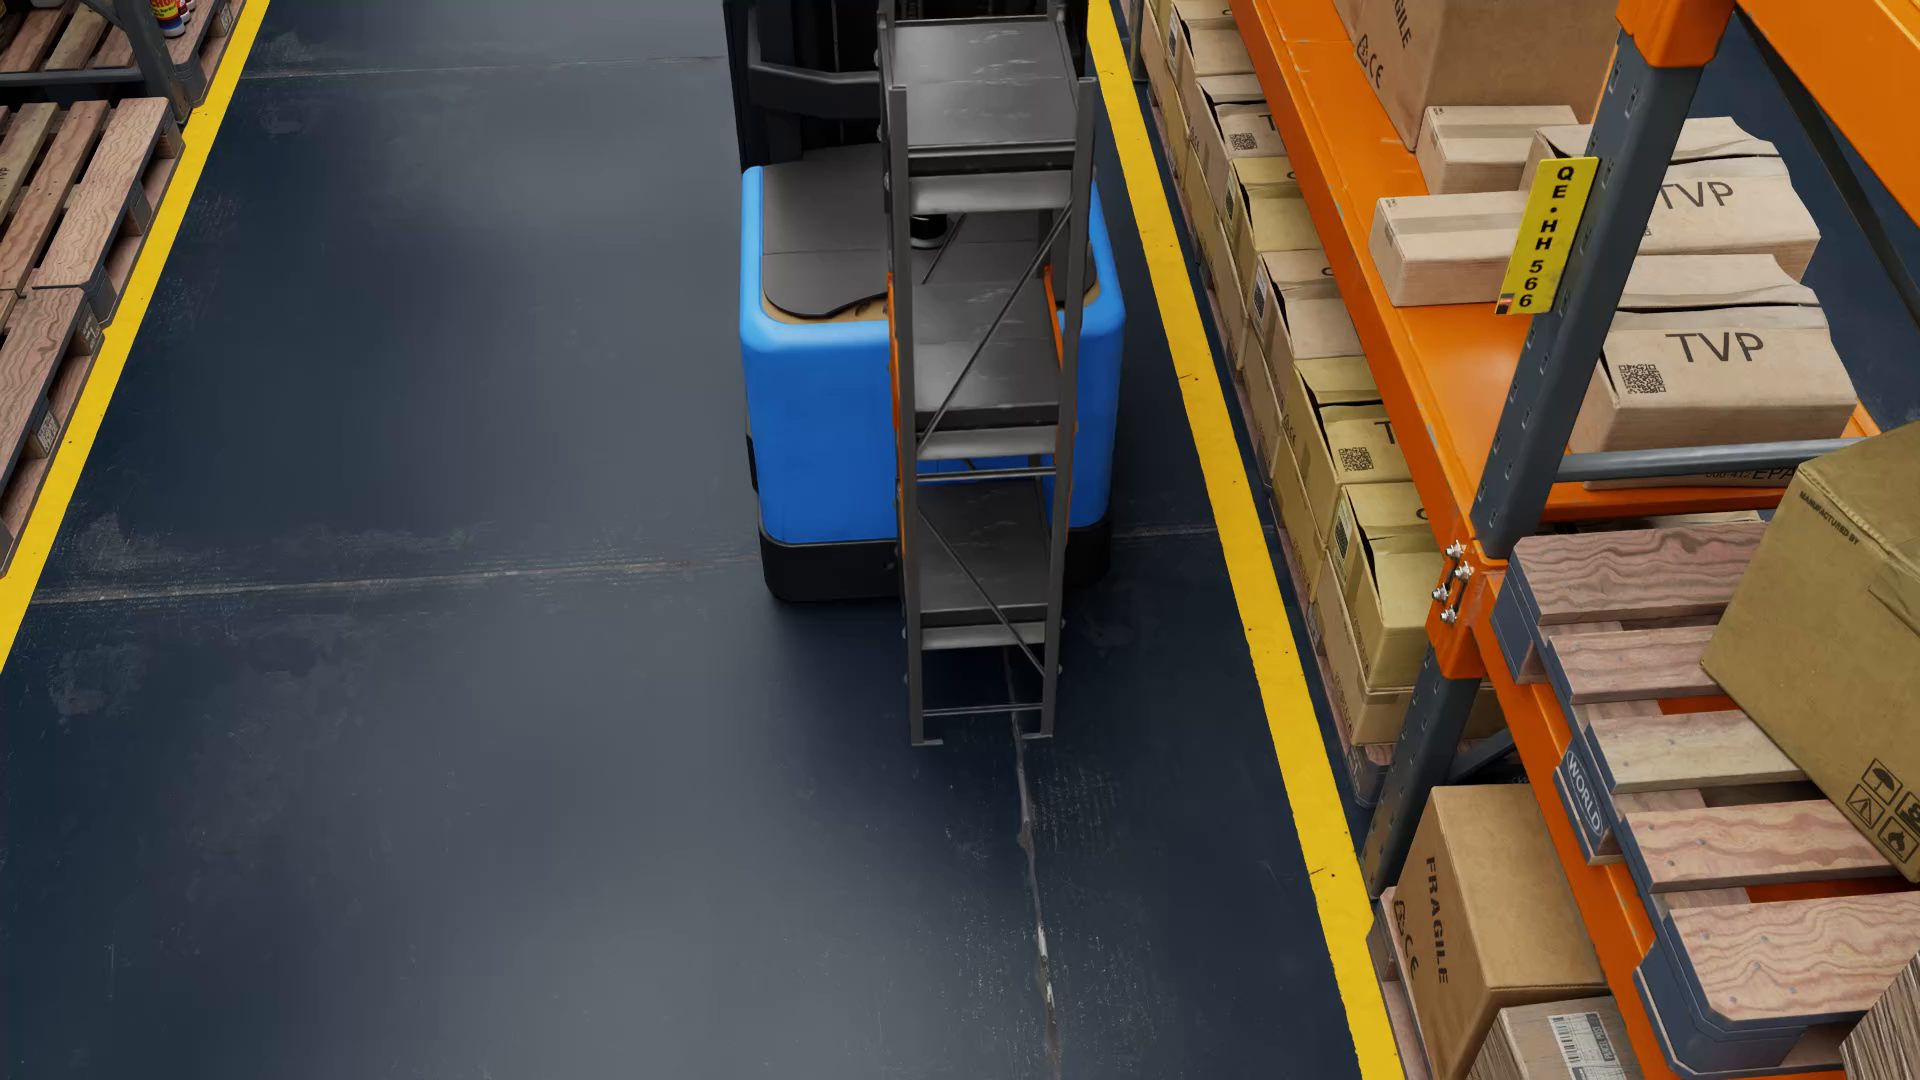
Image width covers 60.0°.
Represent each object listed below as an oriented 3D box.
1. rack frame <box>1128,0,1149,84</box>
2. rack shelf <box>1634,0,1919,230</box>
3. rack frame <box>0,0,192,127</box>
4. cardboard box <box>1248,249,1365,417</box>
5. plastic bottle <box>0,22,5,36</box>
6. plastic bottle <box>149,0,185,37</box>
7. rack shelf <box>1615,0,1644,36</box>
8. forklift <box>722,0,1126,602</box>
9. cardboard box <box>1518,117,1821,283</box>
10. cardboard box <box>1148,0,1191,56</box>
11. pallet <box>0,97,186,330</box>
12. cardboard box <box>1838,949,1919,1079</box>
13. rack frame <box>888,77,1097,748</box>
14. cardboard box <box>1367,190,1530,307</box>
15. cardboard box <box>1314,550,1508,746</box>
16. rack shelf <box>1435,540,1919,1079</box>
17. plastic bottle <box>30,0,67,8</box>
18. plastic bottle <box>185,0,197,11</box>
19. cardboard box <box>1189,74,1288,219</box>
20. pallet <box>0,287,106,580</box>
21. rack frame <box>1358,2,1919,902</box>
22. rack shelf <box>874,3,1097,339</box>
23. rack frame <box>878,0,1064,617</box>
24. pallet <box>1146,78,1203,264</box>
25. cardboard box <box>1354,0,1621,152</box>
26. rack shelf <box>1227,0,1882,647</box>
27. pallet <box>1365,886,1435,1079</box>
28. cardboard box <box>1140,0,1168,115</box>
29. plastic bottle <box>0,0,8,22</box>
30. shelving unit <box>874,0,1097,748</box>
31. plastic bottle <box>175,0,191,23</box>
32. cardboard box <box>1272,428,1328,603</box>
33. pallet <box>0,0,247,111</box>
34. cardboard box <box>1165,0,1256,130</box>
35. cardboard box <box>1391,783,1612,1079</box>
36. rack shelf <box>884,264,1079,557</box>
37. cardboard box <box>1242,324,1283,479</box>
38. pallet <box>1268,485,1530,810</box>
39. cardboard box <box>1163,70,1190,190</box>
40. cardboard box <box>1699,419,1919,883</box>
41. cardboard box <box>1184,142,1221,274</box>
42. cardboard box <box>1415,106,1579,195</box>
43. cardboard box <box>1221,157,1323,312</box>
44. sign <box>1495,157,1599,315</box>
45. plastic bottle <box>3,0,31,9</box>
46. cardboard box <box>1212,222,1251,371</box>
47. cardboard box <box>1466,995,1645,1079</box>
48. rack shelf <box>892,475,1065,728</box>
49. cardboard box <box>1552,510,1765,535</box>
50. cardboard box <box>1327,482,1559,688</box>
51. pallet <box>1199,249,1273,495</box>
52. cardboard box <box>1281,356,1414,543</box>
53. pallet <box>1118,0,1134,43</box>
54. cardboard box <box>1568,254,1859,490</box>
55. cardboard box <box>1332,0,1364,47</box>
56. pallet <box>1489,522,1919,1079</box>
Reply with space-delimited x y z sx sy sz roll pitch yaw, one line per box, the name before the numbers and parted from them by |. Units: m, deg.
rack frame | 1.231 -3.053 6.076 1.000 3.000 0.127 -3 47 -3
rack shelf | 1.733 0.504 1.136 1.077 0.370 4.000 -3 47 -3
rack frame | -3.706 -2.755 5.793 1.000 3.000 0.127 -3 47 -3
cardboard box | 1.187 -0.656 5.024 0.500 0.311 0.500 -4 47 -4
plastic bottle | -4.046 -2.187 6.880 0.097 0.201 0.097 0 47 0
plastic bottle | -3.295 -2.225 6.868 0.097 0.271 0.097 0 47 0
rack shelf | 1.398 -2.390 3.877 1.077 0.370 4.000 -3 47 -3
forklift | -0.180 -1.894 5.025 1.130 2.935 3.031 -3 47 -3
cardboard box | 1.684 -0.787 3.991 0.500 0.311 0.500 -4 47 -4
cardboard box | 1.017 -2.131 6.420 0.500 0.311 0.500 -3 47 -3
pallet | -3.601 -1.230 6.270 1.003 0.211 1.213 -3 47 -3
cardboard box | 1.617 0.784 2.083 0.700 0.500 0.500 4 47 4
rack frame | 0.063 -0.153 3.948 0.400 2.100 0.015 -3 47 -3
cardboard box | 1.215 -0.707 4.026 0.380 0.149 0.250 -3 47 -3
cardboard box | 1.279 0.276 4.527 0.500 0.250 0.500 -2 47 -2
rack shelf | 1.733 1.535 2.226 1.077 0.370 4.000 -3 47 -3
plastic bottle | -3.903 -2.452 7.028 0.144 0.351 0.185 -3 47 -3
plastic bottle | -3.312 -2.348 7.032 0.097 0.201 0.097 0 47 0
cardboard box | 1.098 -1.394 5.723 0.500 0.311 0.500 -5 47 -5
pallet | -3.496 -0.345 5.432 1.003 0.211 1.213 -3 47 -3
rack frame | 1.566 -0.159 3.335 1.000 3.000 0.127 -3 47 -3
rack shelf | 0.044 -0.801 3.617 0.431 0.518 0.480 -3 47 -3
rack frame | 0.024 -0.506 4.283 0.400 2.100 0.015 -3 47 -3
pallet | 1.331 -1.564 6.585 1.003 0.211 1.213 -3 47 -3
cardboard box | 1.409 -1.407 4.447 0.500 0.500 0.500 -6 47 -5
rack shelf | 1.398 -1.359 4.966 1.077 0.370 4.000 -3 47 -3
pallet | 1.590 1.342 3.834 1.003 0.211 1.213 -3 47 -3
cardboard box | 1.018 -1.945 6.631 0.500 0.250 0.500 -5 47 -4
plastic bottle | -4.075 -2.300 6.930 0.061 0.283 0.133 -1 47 -1
shelving unit | 0.044 -0.329 4.116 0.431 2.100 0.503 -3 47 -3
plastic bottle | -3.304 -2.275 6.963 0.097 0.201 0.097 0 47 0
cardboard box | 1.232 -0.097 4.880 0.500 0.250 0.500 -4 47 -4
pallet | -3.720 -2.284 7.268 1.003 0.211 1.213 -3 47 -3
cardboard box | 1.054 -1.768 6.077 0.500 0.311 0.500 -4 47 -4
cardboard box | 1.319 0.896 3.754 0.500 0.500 0.500 -2 47 -2
rack shelf | 0.044 -0.320 4.126 0.431 0.518 0.480 -3 47 -3
cardboard box | 1.193 -0.461 5.225 0.500 0.250 0.500 -3 47 -2
pallet | 1.536 0.202 4.914 1.003 0.211 1.213 -3 47 -3
cardboard box | 1.059 -1.575 6.281 0.500 0.250 0.500 -2 47 -2
cardboard box | 1.731 0.111 2.721 0.700 0.500 0.500 -18 49 -16
cardboard box | 1.105 -1.201 5.926 0.500 0.250 0.500 -5 47 -5
cardboard box | 1.403 -0.992 4.297 0.380 0.149 0.250 0 47 0
cardboard box | 1.147 -1.019 5.367 0.500 0.311 0.500 -2 47 -2
sign | 1.013 -0.521 2.880 0.100 0.325 0.005 -3 47 -3
plastic bottle | -4.047 -2.444 7.020 0.144 0.351 0.185 -5 47 -4
cardboard box | 1.147 -0.833 5.577 0.500 0.250 0.500 -3 47 -3
cardboard box | 1.368 1.274 3.396 0.500 0.500 0.500 -5 47 -5
rack shelf | 0.044 0.162 4.634 0.431 0.518 0.480 -3 47 -3
cardboard box | 1.814 0.052 4.353 0.500 0.311 0.500 -2 47 -2
cardboard box | 1.276 0.085 4.322 0.500 0.311 0.500 -2 47 -2
pallet | 1.437 -0.679 5.748 1.003 0.211 1.213 -3 47 -3
cardboard box | 1.226 -0.291 4.678 0.500 0.311 0.500 -4 47 -4
pallet | 1.206 -2.672 7.635 1.003 0.211 1.213 -3 47 -3
cardboard box | 1.579 -0.394 3.619 0.500 0.311 0.500 -1 47 -1
cardboard box | 1.365 -1.787 4.808 0.500 0.500 0.500 -3 47 -3
pallet | 1.692 0.393 2.944 1.213 0.211 1.003 -3 47 -3
